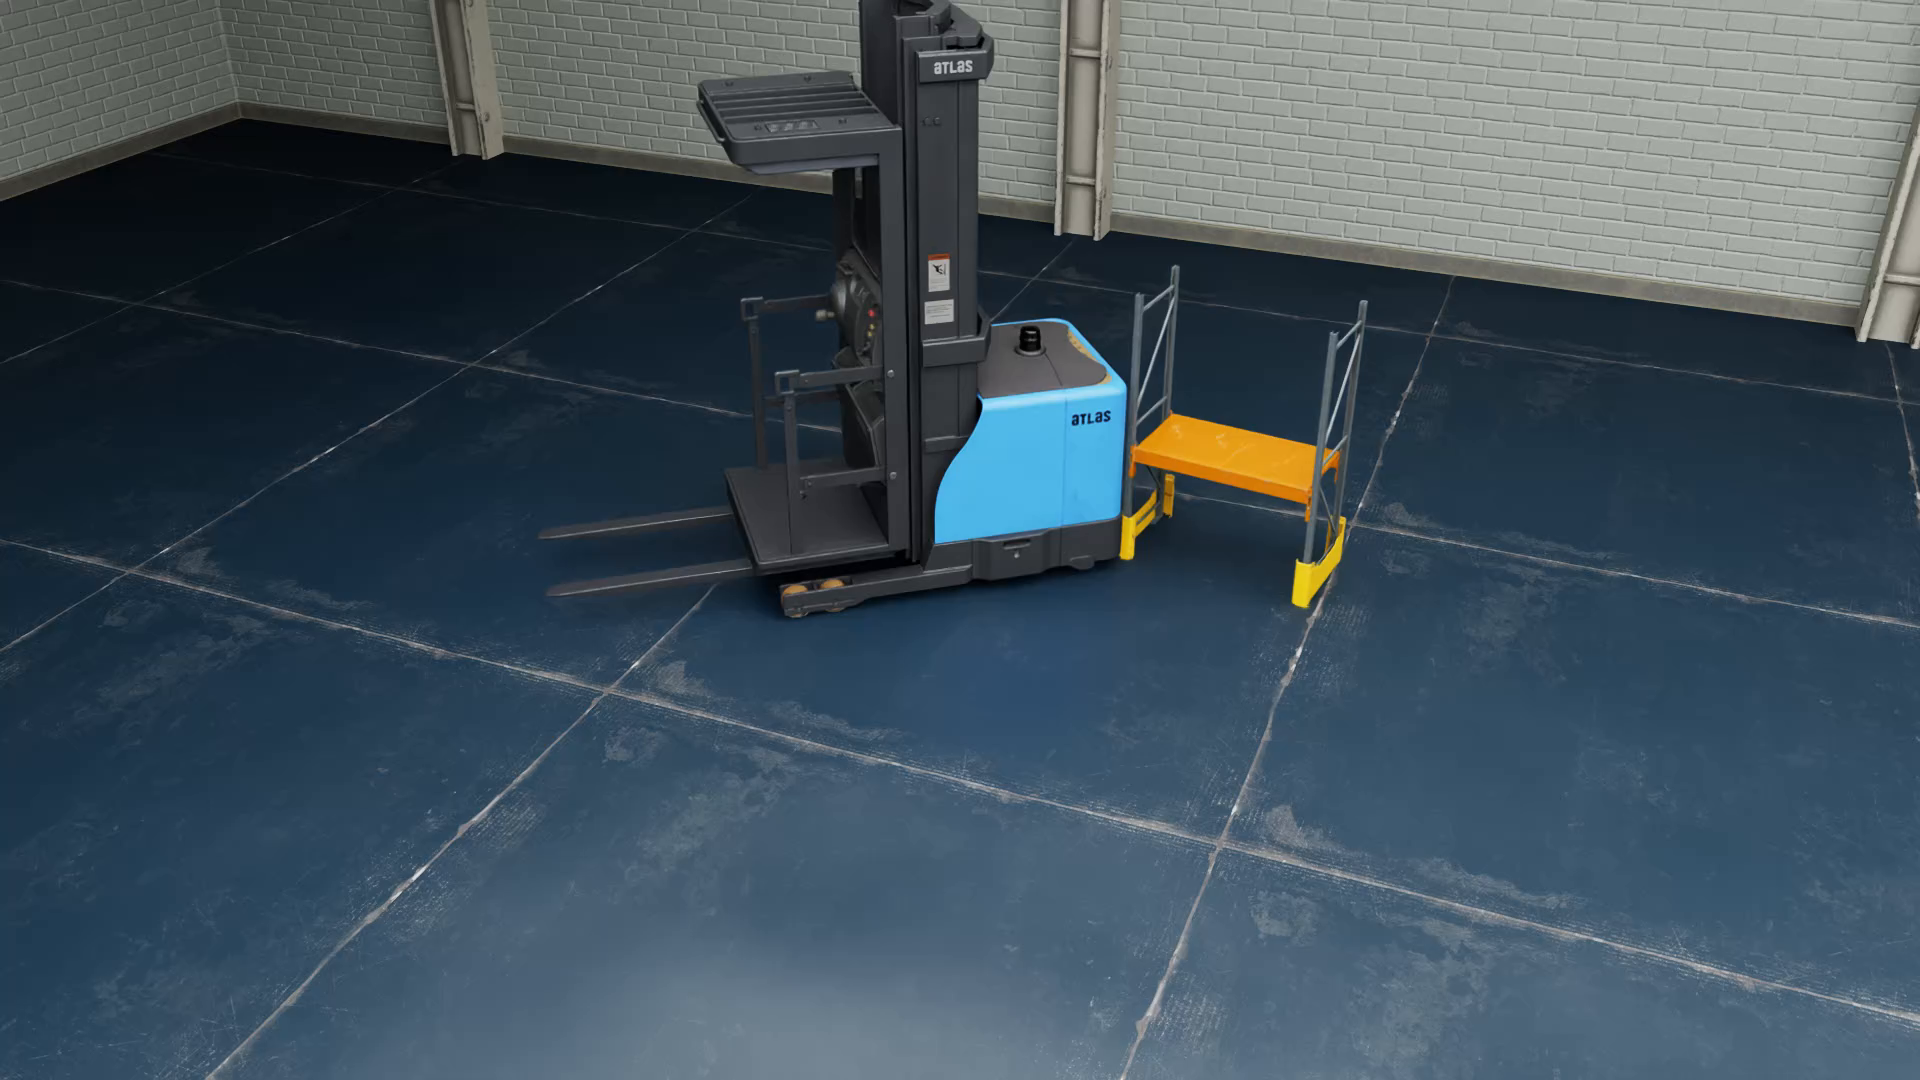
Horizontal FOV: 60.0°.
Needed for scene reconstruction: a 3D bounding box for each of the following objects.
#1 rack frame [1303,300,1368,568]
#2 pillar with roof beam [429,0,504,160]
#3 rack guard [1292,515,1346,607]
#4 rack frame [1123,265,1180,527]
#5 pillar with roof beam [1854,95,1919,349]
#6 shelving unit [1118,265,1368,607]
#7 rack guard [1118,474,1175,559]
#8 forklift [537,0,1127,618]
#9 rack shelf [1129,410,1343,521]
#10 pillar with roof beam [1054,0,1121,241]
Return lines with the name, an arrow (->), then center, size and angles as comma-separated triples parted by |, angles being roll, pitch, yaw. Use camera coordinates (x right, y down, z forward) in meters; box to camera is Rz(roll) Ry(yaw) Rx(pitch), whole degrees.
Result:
rack frame -> 1.904, -0.438, 8.501 | 0.032, 1.500, 0.500 | 16, 33, 26
pillar with roof beam -> -6.166, -5.614, 10.037 | 0.400, 9.000, 9.100 | 11, 31, 19
rack guard -> 1.903, 0.106, 8.809 | 0.087, 0.250, 0.587 | 16, 33, 26
rack frame -> 1.021, -0.686, 8.940 | 0.032, 1.500, 0.500 | 16, 33, 26
pillar with roof beam -> 4.953, -3.394, 6.109 | 0.400, 9.000, 9.100 | 11, 31, 19
shelving unit -> 1.471, -0.560, 8.716 | 1.083, 1.500, 0.587 | 16, 33, 26
rack guard -> 1.038, -0.137, 9.239 | 0.087, 0.250, 0.587 | 16, 33, 26
forklift -> -0.705, -1.166, 8.334 | 3.031, 2.935, 1.130 | -8, 30, -14
rack shelf -> 1.463, -0.405, 8.809 | 1.000, 0.185, 0.538 | 16, 33, 26
pillar with roof beam -> -0.606, -4.504, 8.073 | 0.400, 9.000, 9.100 | 11, 31, 19
